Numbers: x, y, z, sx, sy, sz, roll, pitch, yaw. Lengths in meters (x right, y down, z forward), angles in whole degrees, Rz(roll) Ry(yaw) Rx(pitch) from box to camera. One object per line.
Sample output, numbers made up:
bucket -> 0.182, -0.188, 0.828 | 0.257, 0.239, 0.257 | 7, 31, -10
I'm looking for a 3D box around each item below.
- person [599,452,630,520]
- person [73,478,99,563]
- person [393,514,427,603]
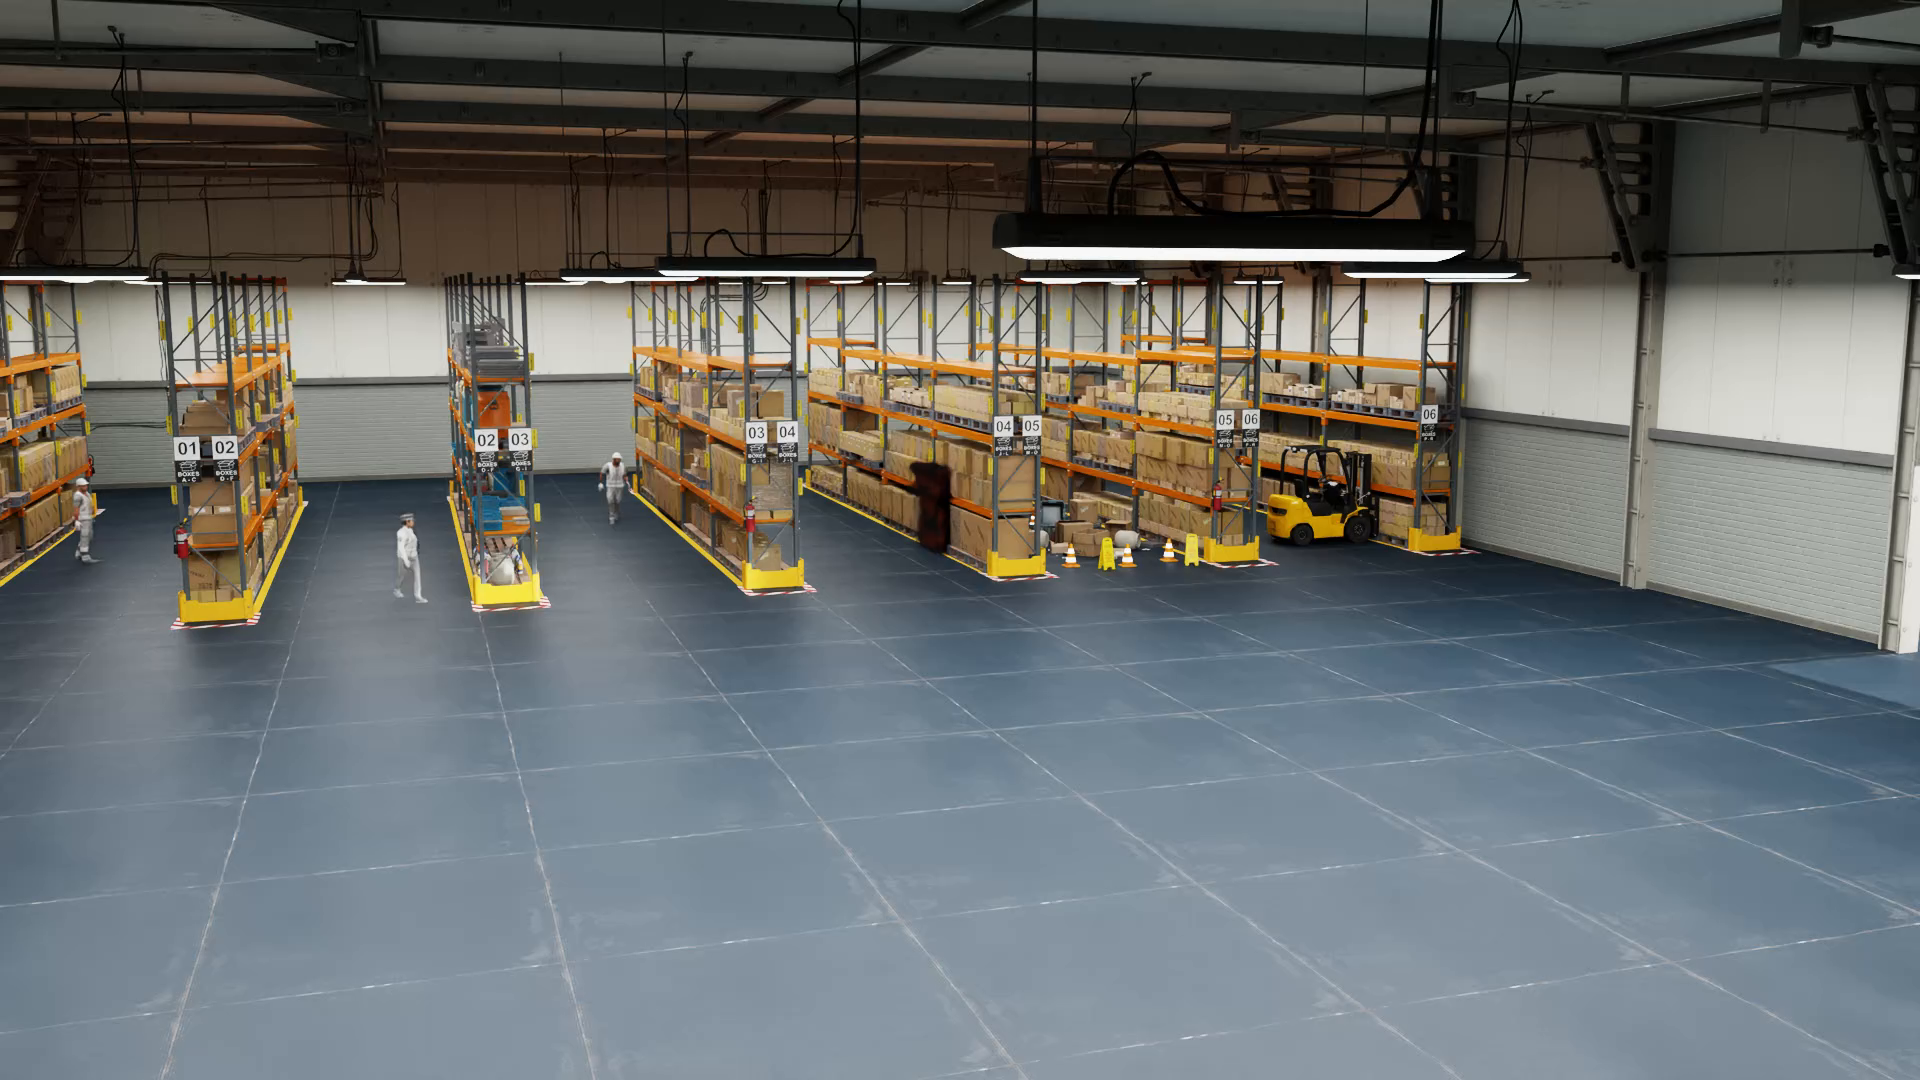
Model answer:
person -> -8.530, -1.351, 41.004 | 0.743, 1.645, 0.768 | -2, 9, -15
person -> -18.311, -0.407, 34.745 | 0.446, 1.791, 0.564 | -4, 10, -25
person -> -10.147, 0.328, 30.525 | 0.432, 1.624, 0.971 | -7, 11, -39
